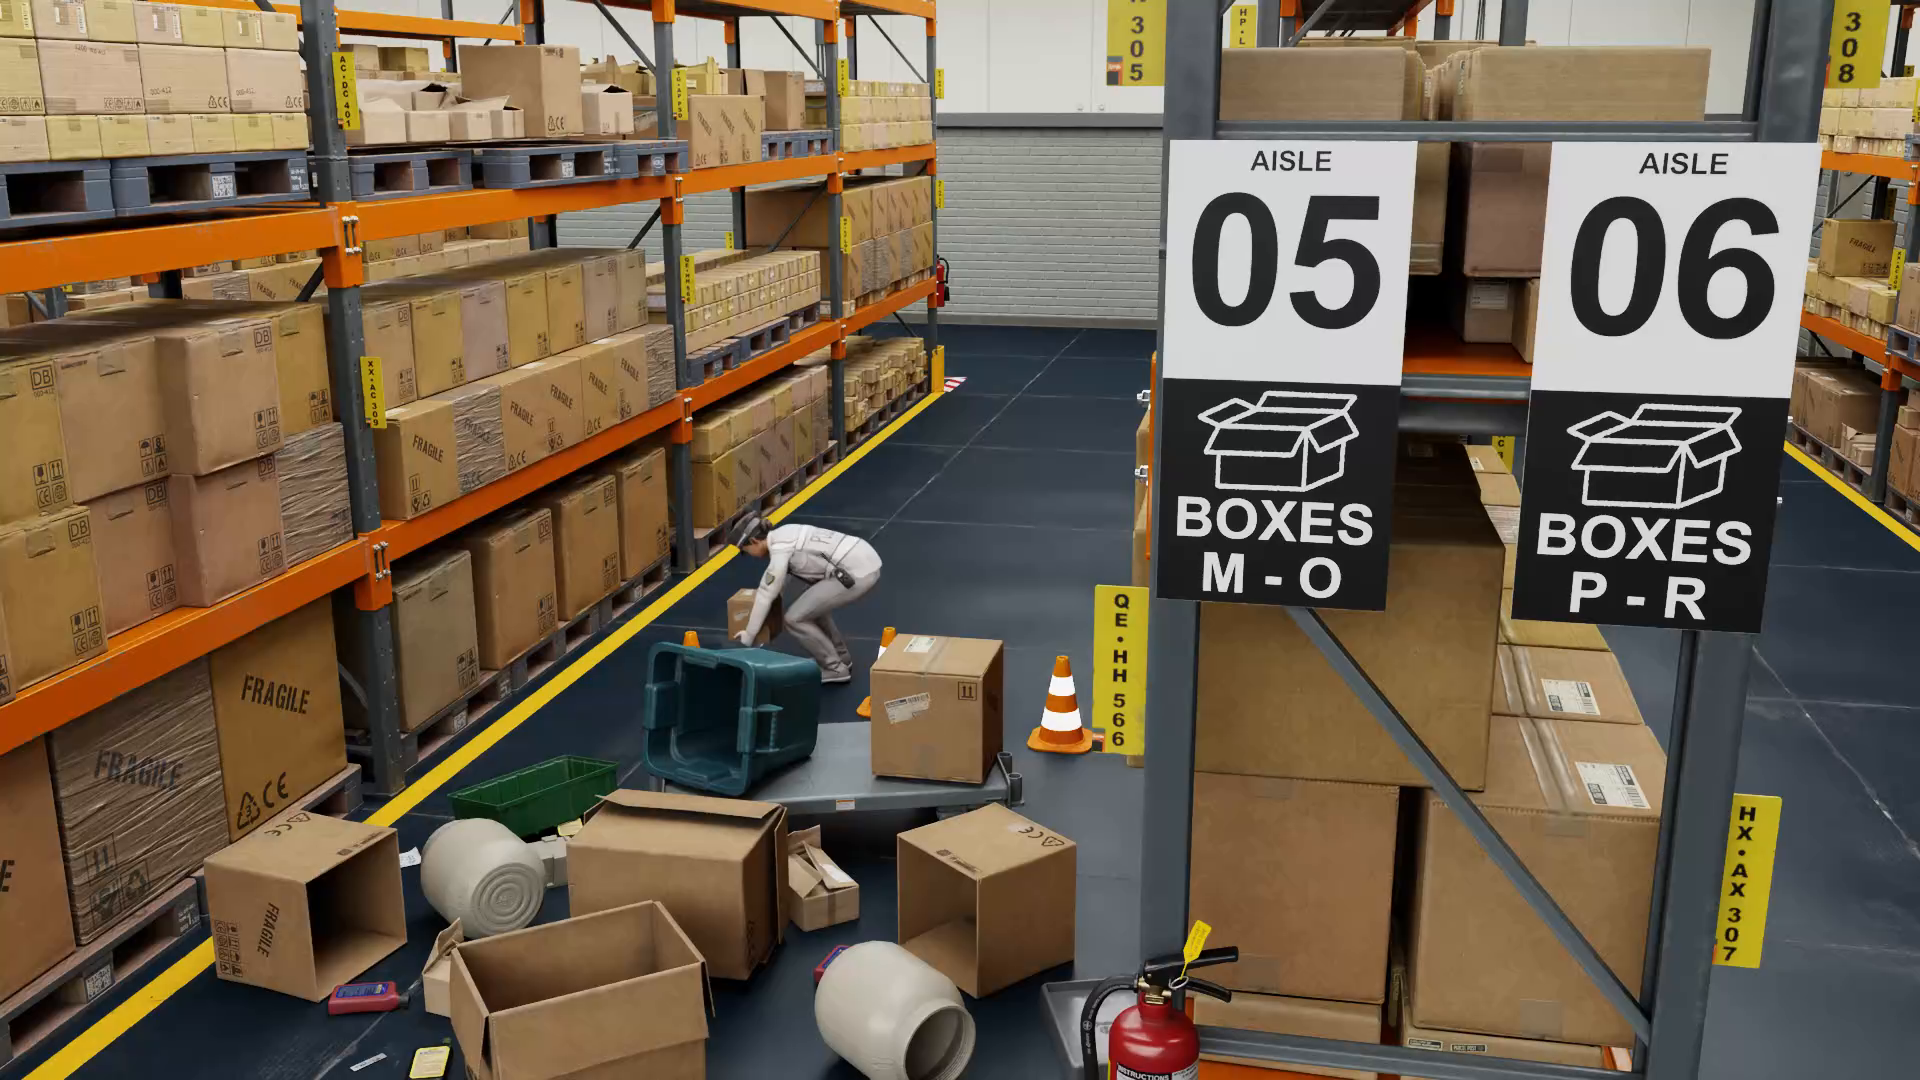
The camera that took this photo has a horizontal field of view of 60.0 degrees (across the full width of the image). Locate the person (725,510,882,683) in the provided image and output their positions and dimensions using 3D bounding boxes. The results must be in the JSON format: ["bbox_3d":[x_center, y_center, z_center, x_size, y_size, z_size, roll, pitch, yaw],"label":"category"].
[{"bbox_3d":[-0.909,0.316,9.665,0.908,0.981,0.462,2,15,9],"label":"person"}]
